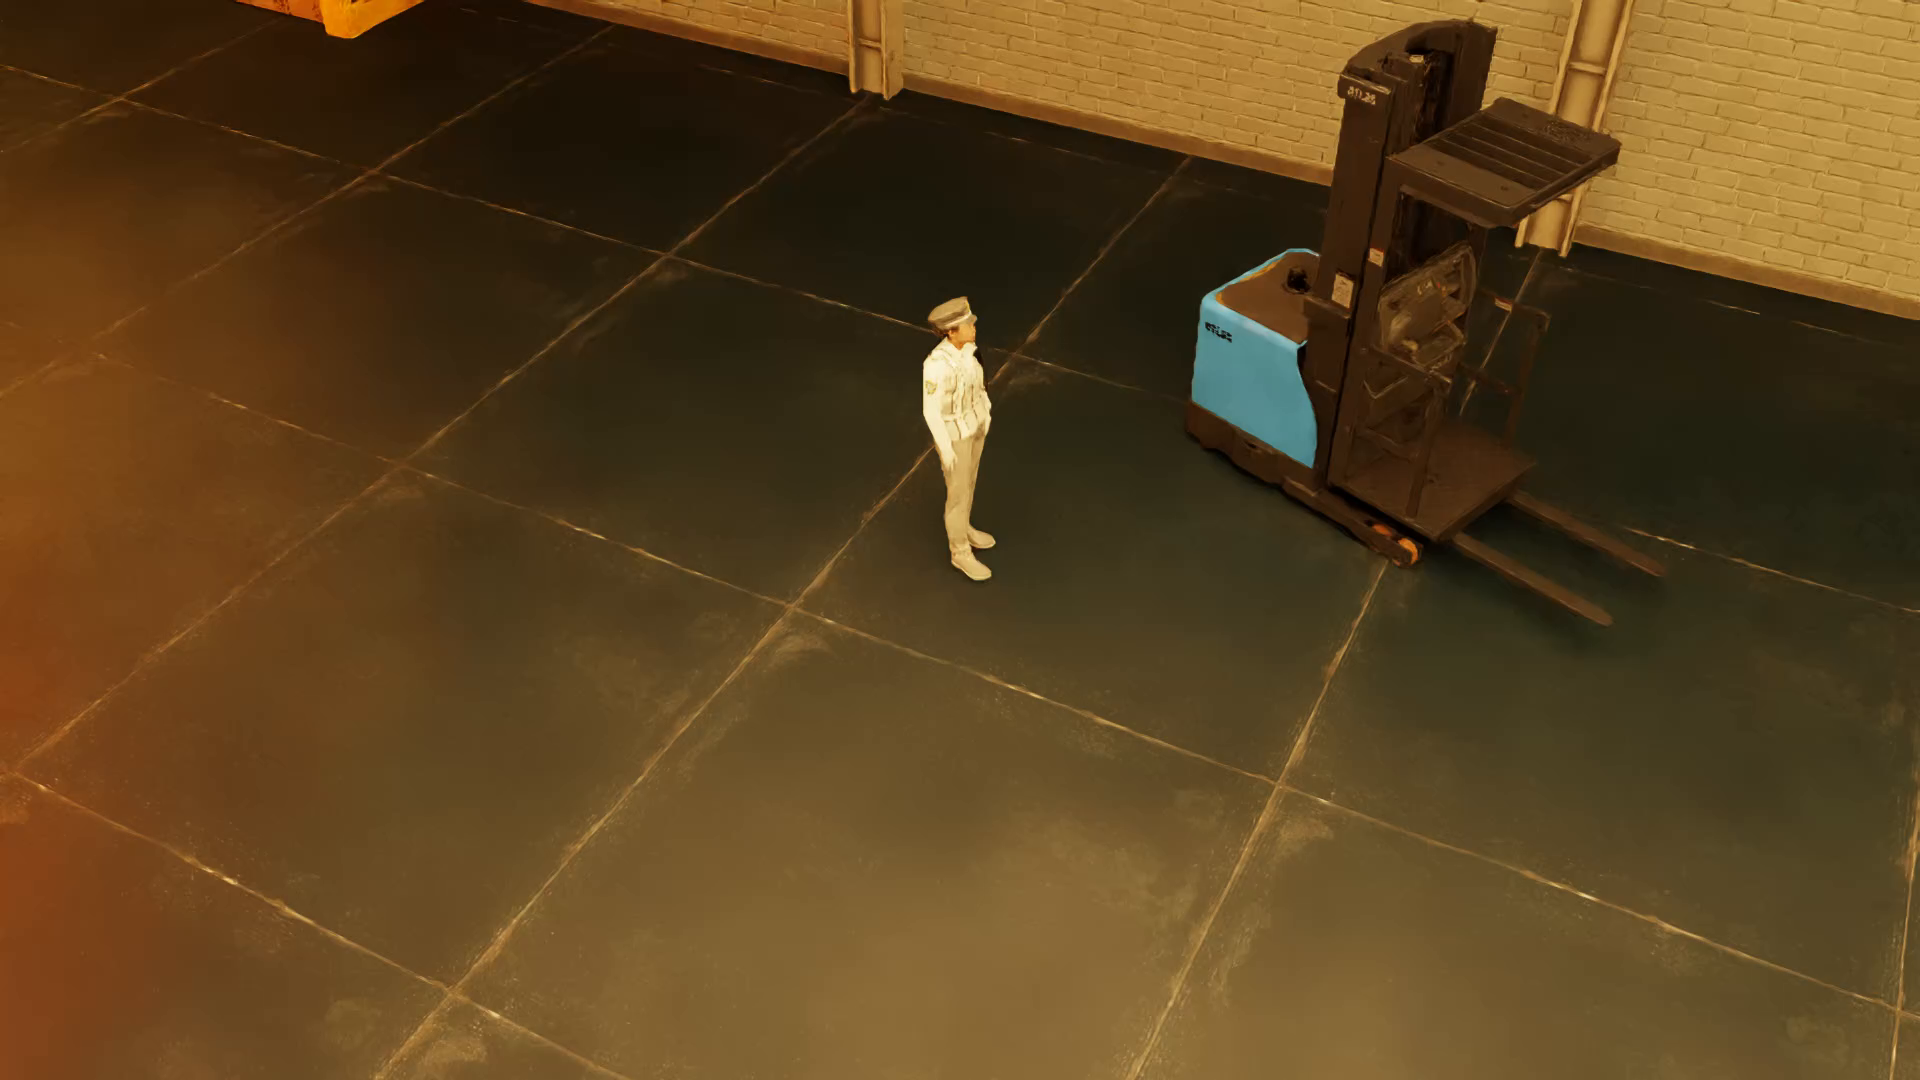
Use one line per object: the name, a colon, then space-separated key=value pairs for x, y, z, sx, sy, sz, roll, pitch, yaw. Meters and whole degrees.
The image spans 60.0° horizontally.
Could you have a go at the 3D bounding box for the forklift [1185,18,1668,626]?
forklift: x=2.862 y=-1.333 z=9.570 sx=1.130 sy=2.935 sz=3.031 roll=-31 pitch=49 yaw=-31

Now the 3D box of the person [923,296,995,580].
person: x=0.057 y=-0.629 z=9.683 sx=0.532 sy=1.692 sz=0.586 roll=18 pitch=43 yaw=21
